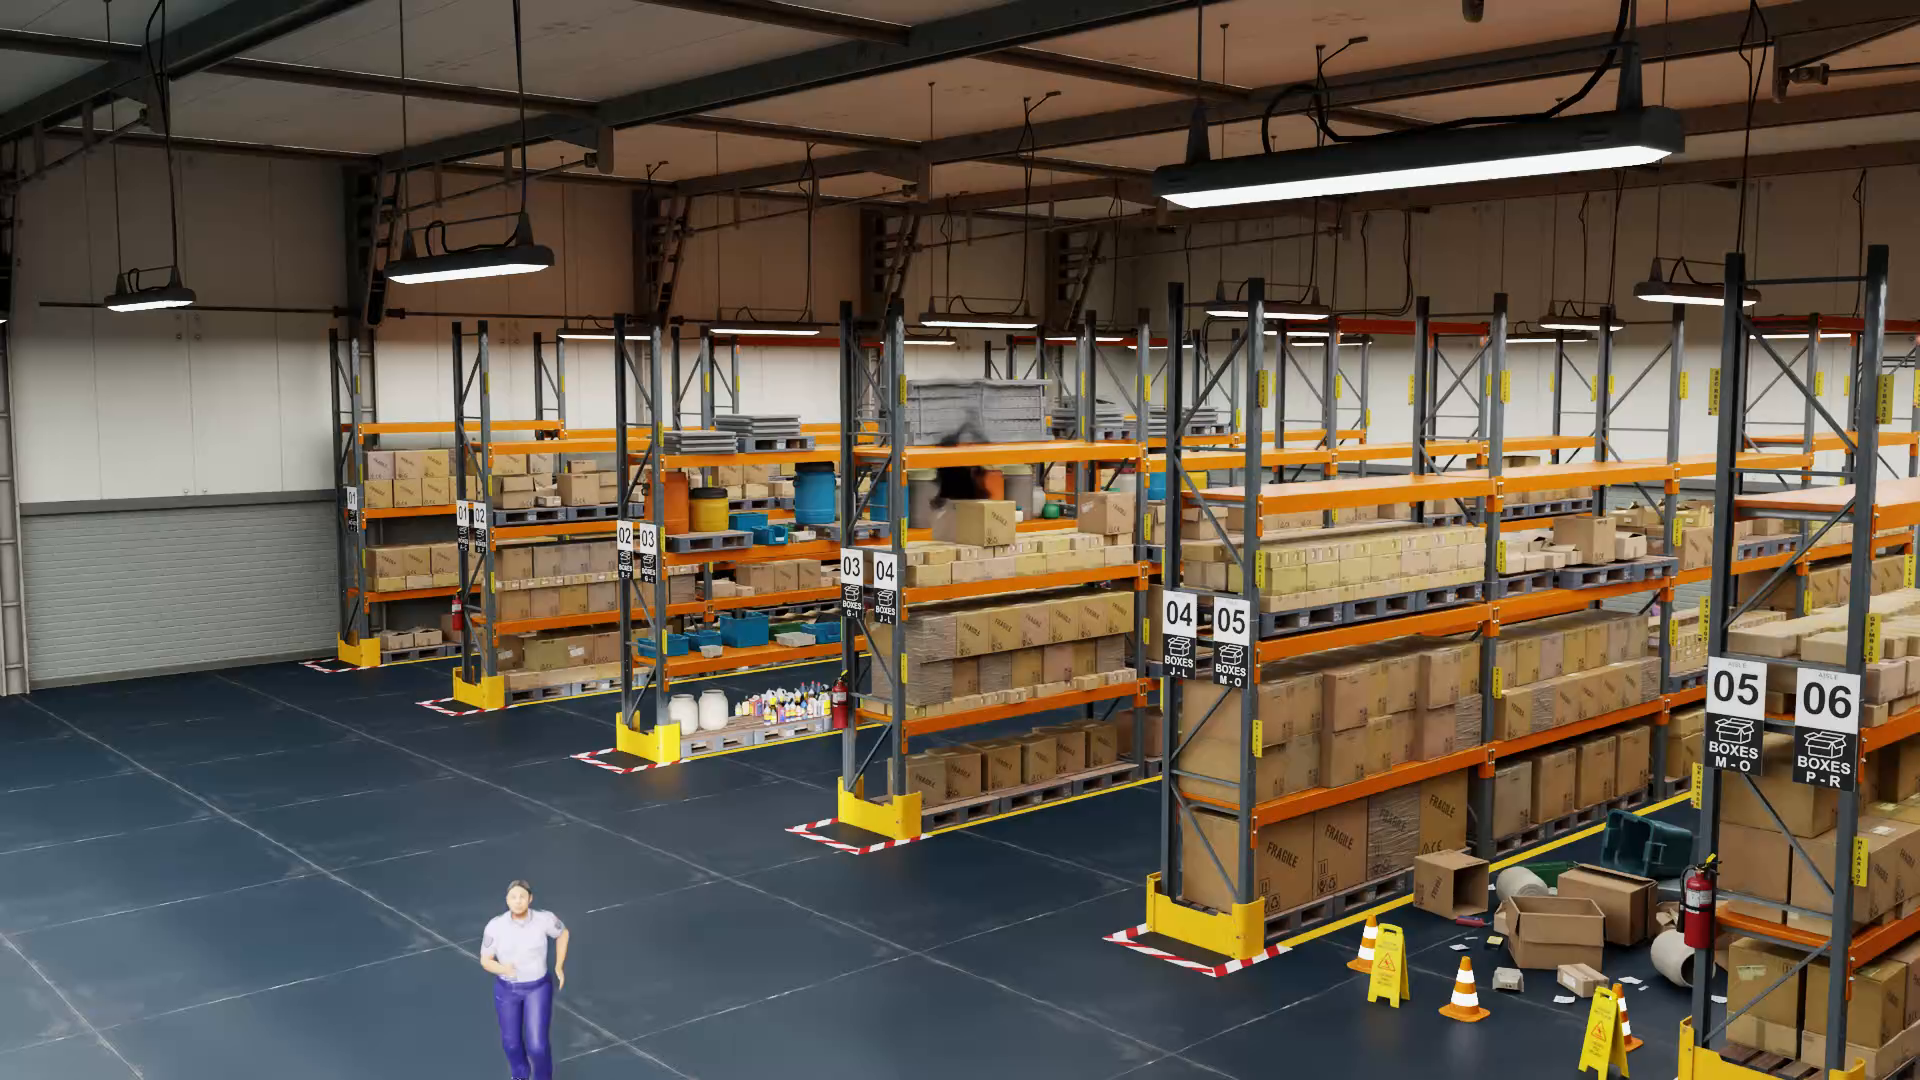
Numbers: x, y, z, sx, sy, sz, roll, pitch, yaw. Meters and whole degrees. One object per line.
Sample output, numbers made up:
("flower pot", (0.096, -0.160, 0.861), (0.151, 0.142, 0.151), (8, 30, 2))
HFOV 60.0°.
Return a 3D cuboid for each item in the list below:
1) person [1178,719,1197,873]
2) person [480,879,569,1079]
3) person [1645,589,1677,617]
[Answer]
("person", (2.391, 2.656, 17.471), (0.514, 1.616, 0.666), (4, 7, 38))
("person", (-3.058, 3.206, 11.670), (0.578, 1.666, 0.688), (-1, 6, -7))
("person", (11.834, 1.599, 28.099), (0.544, 1.549, 0.622), (2, 6, 23))
